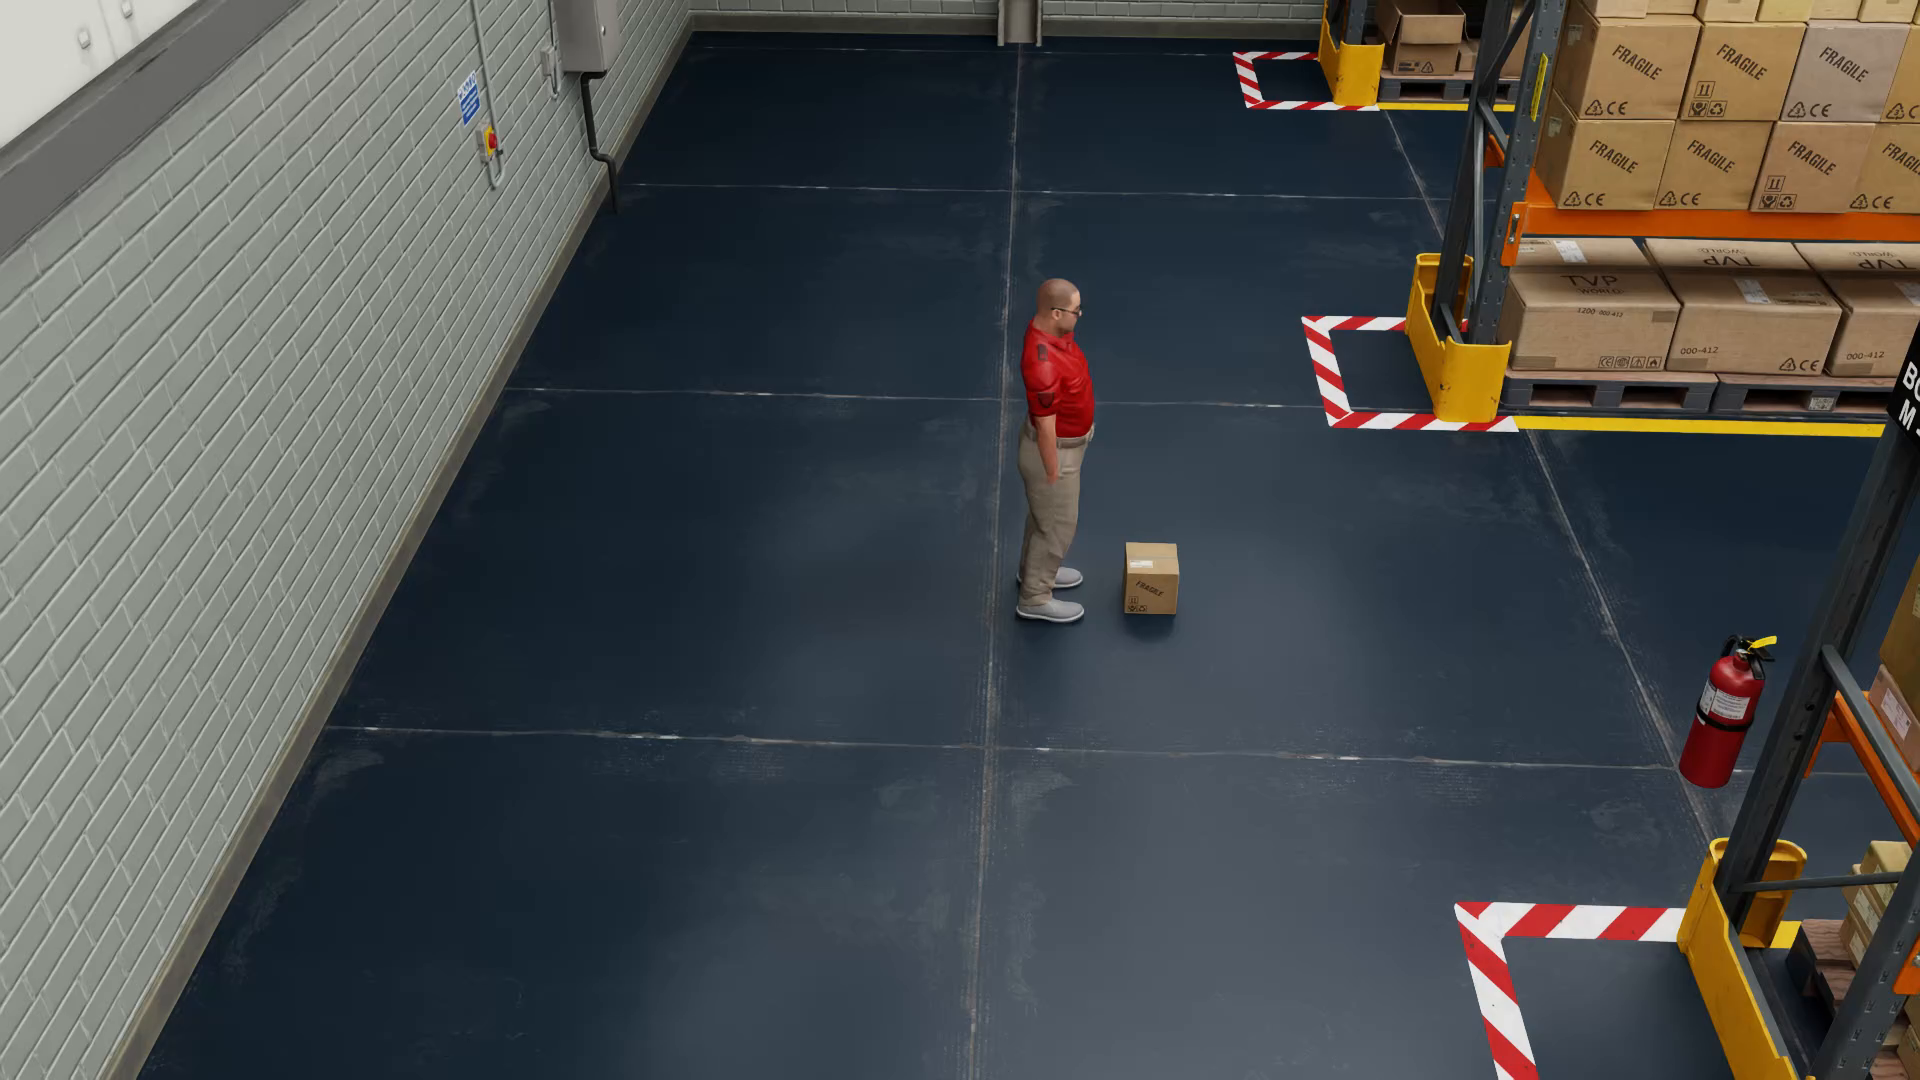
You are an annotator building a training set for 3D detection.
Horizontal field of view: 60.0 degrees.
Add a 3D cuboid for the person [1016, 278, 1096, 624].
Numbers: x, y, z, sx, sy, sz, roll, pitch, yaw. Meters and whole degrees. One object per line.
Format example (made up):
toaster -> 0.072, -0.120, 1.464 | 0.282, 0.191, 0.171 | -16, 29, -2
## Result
person -> 0.446, -0.428, 7.743 | 0.359, 1.721, 0.529 | 2, 36, 3
